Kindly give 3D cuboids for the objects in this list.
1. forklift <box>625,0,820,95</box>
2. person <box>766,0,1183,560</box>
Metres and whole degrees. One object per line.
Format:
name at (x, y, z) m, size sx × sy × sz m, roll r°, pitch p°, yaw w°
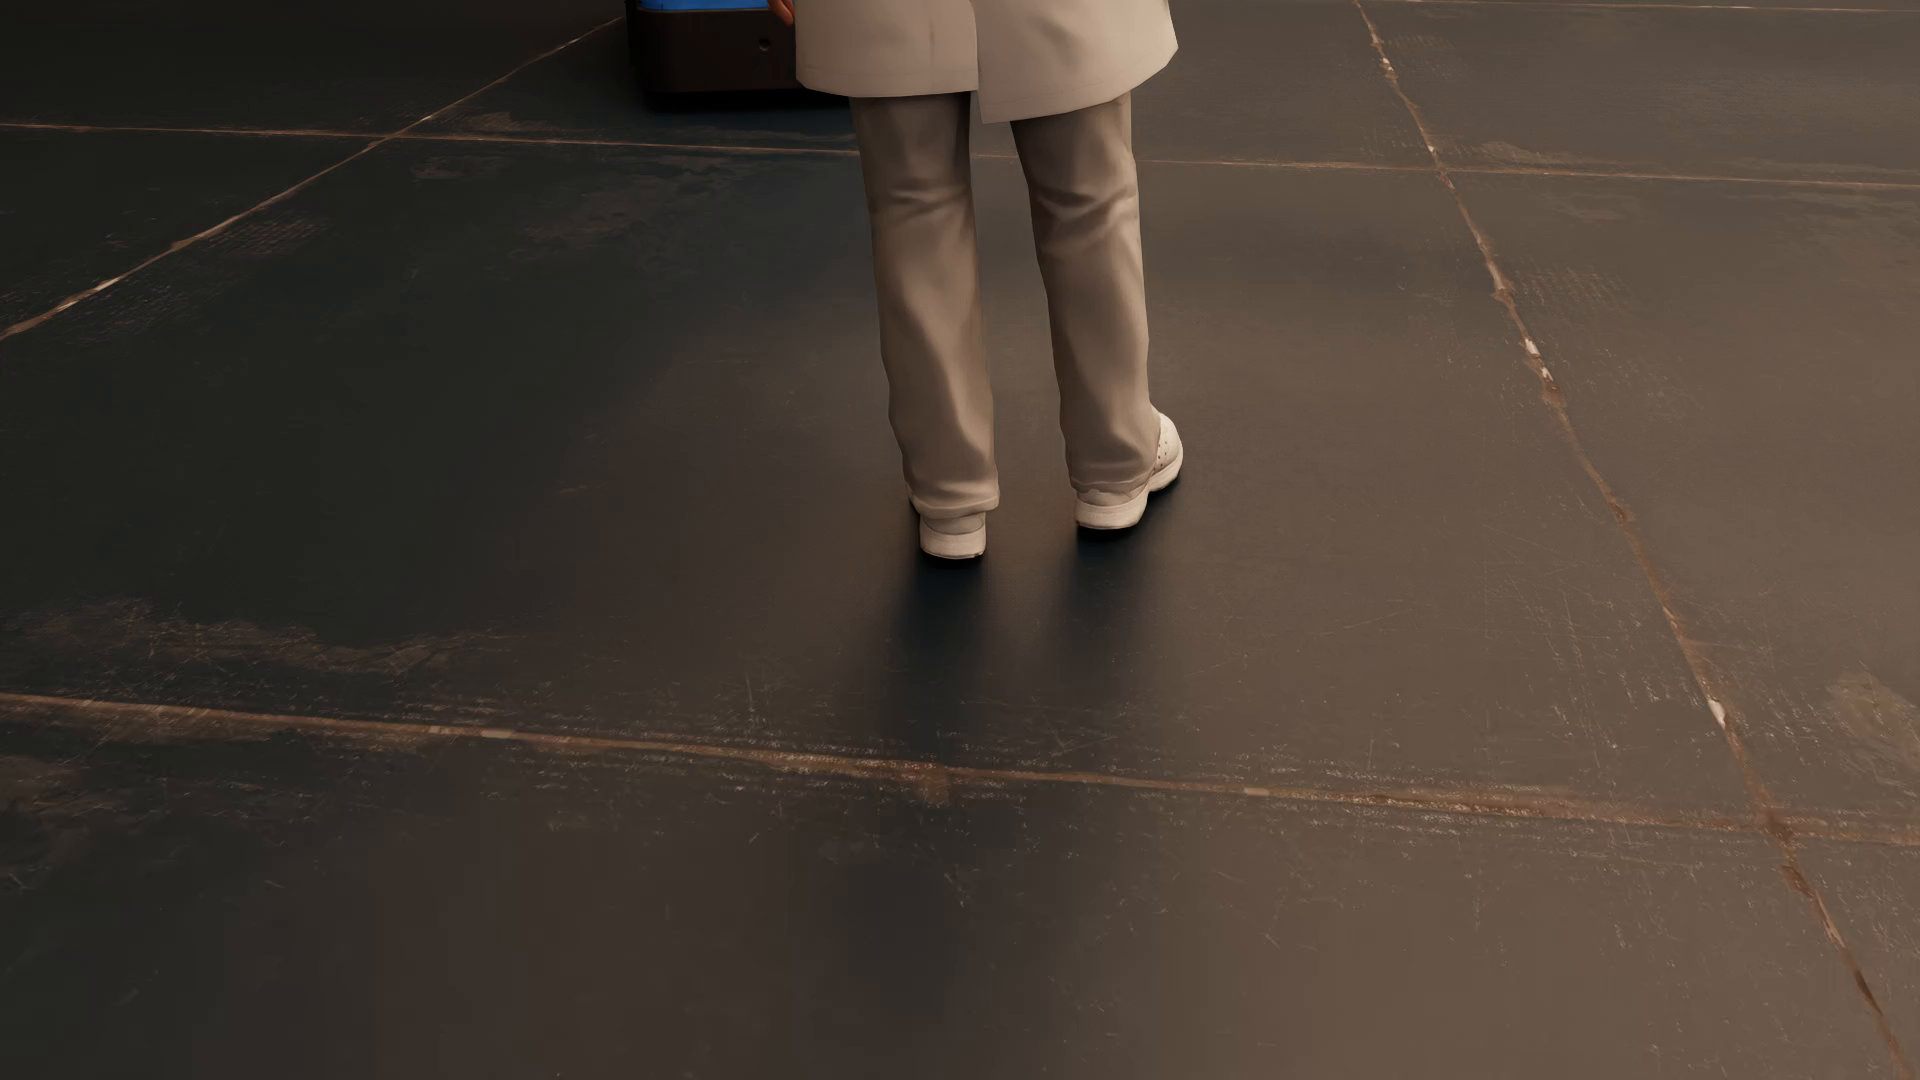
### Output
forklift at (-0.707, -3.308, 5.848) m, size 1.130 × 2.935 × 3.031 m, roll -4°, pitch 27°, yaw -9°
person at (0.016, -0.843, 2.181) m, size 0.698 × 1.778 × 0.578 m, roll 3°, pitch 27°, yaw 7°
